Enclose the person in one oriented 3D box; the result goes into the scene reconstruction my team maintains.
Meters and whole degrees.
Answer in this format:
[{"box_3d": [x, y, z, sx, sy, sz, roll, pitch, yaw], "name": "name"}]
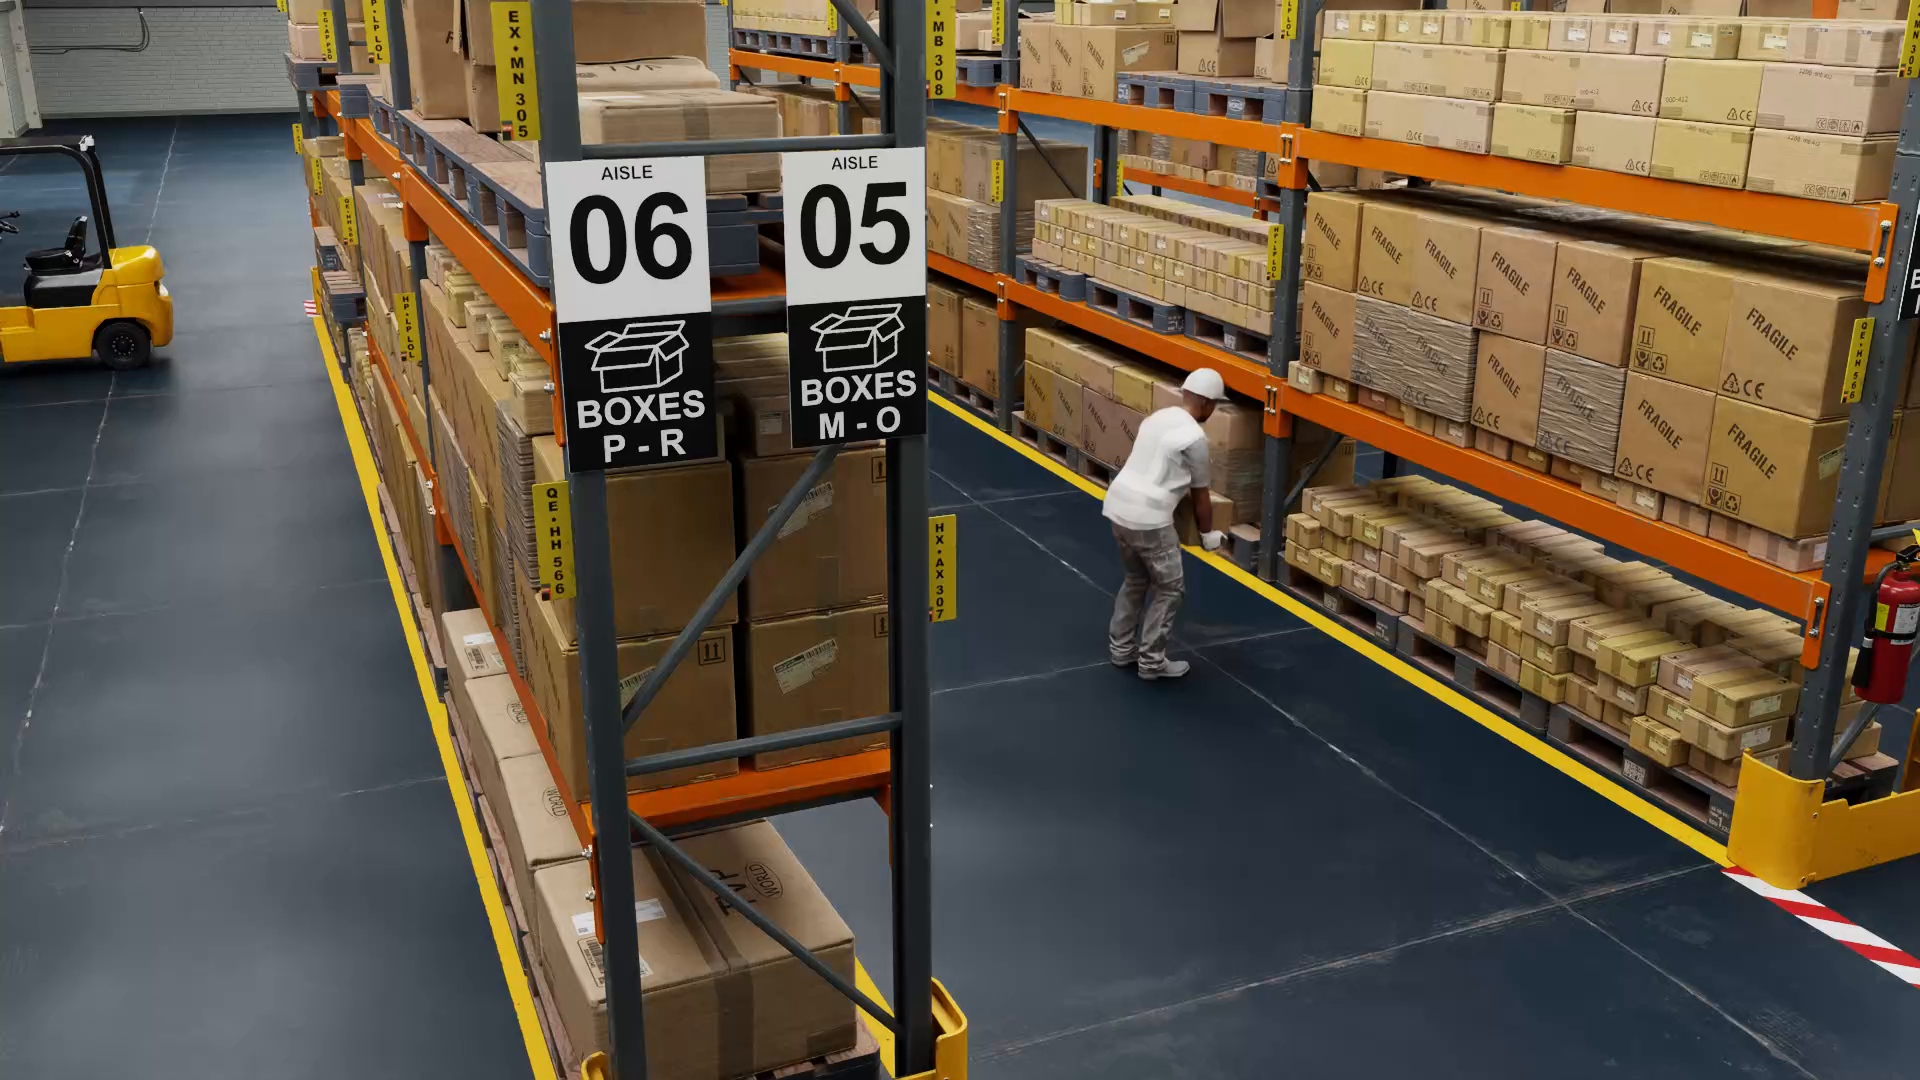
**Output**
[{"box_3d": [1.115, -0.095, 8.987, 0.694, 1.669, 0.480, -8, 20, -23], "name": "person"}]
